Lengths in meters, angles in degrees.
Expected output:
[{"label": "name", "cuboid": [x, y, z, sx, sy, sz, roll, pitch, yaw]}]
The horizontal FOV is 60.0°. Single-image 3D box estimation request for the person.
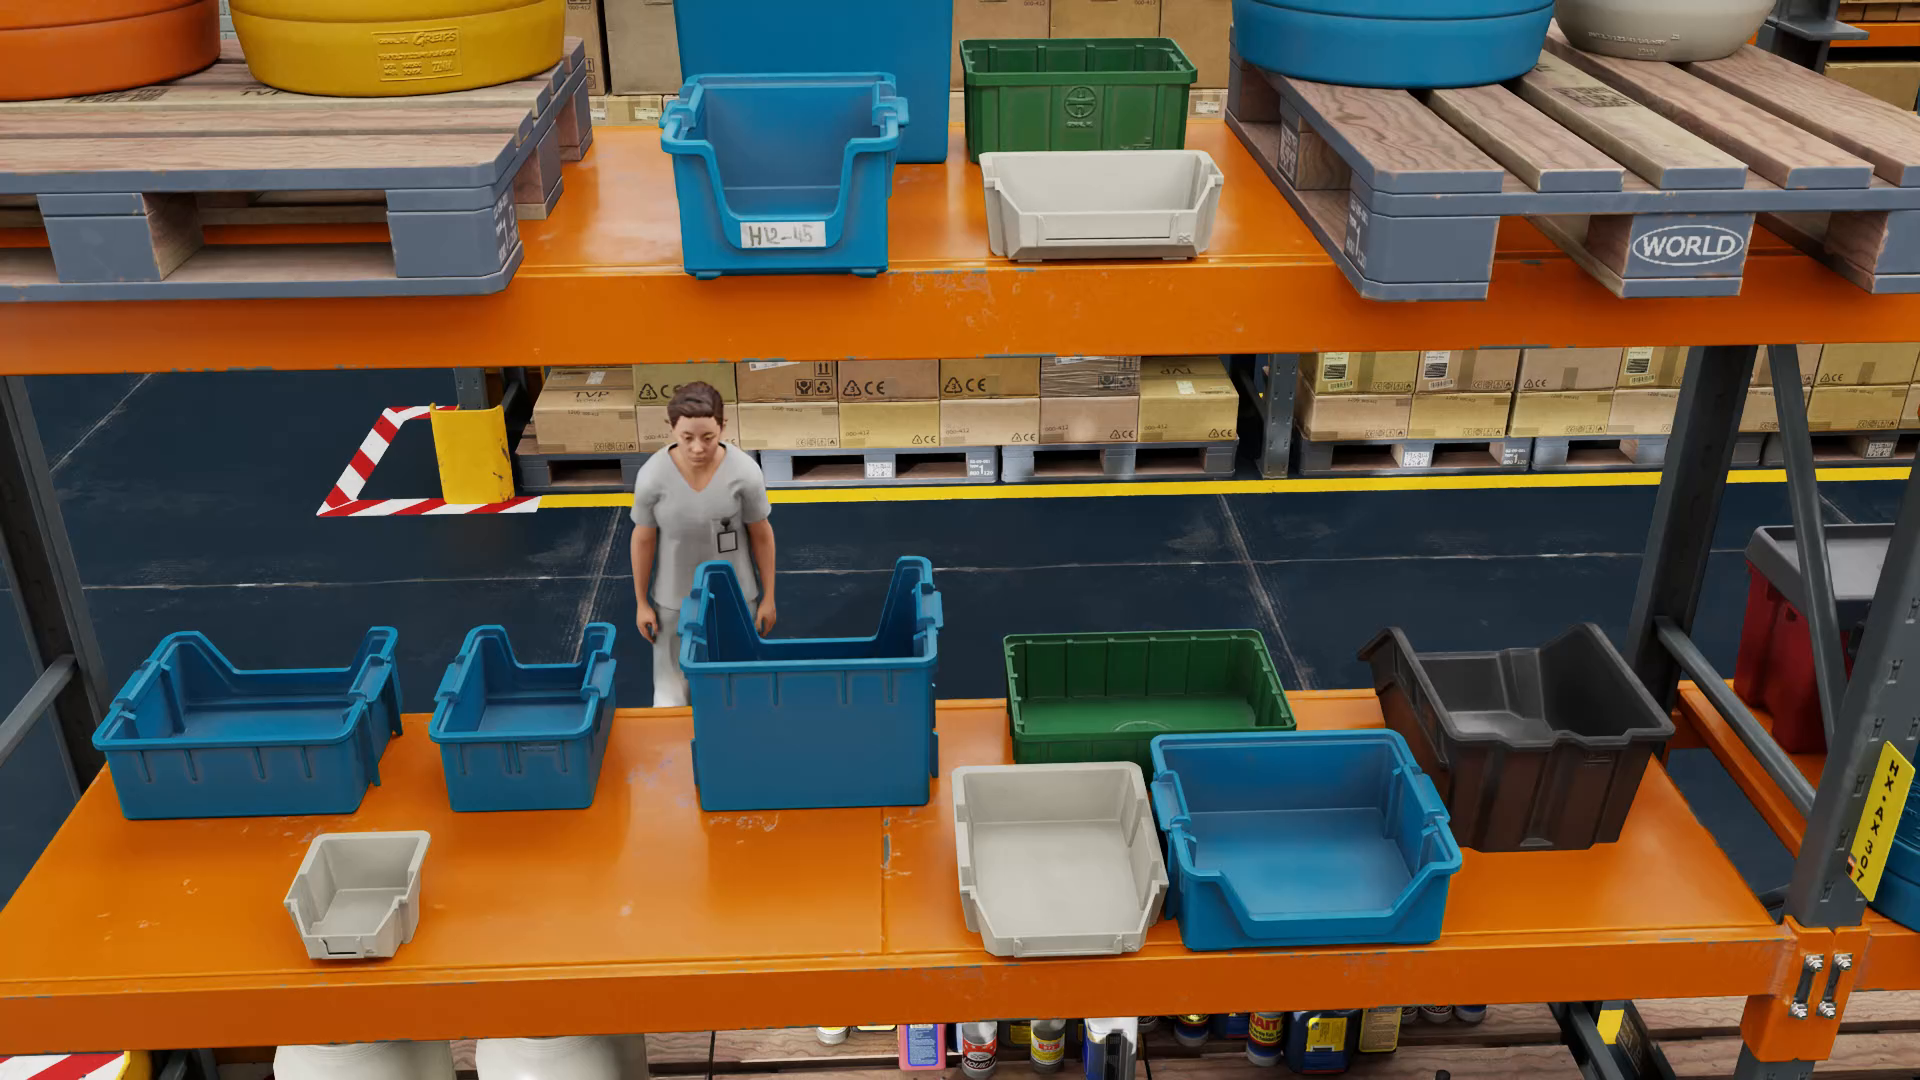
[{"label": "person", "cuboid": [-0.874, 0.226, 5.692, 0.502, 1.671, 0.363, -3, 28, -5]}]
